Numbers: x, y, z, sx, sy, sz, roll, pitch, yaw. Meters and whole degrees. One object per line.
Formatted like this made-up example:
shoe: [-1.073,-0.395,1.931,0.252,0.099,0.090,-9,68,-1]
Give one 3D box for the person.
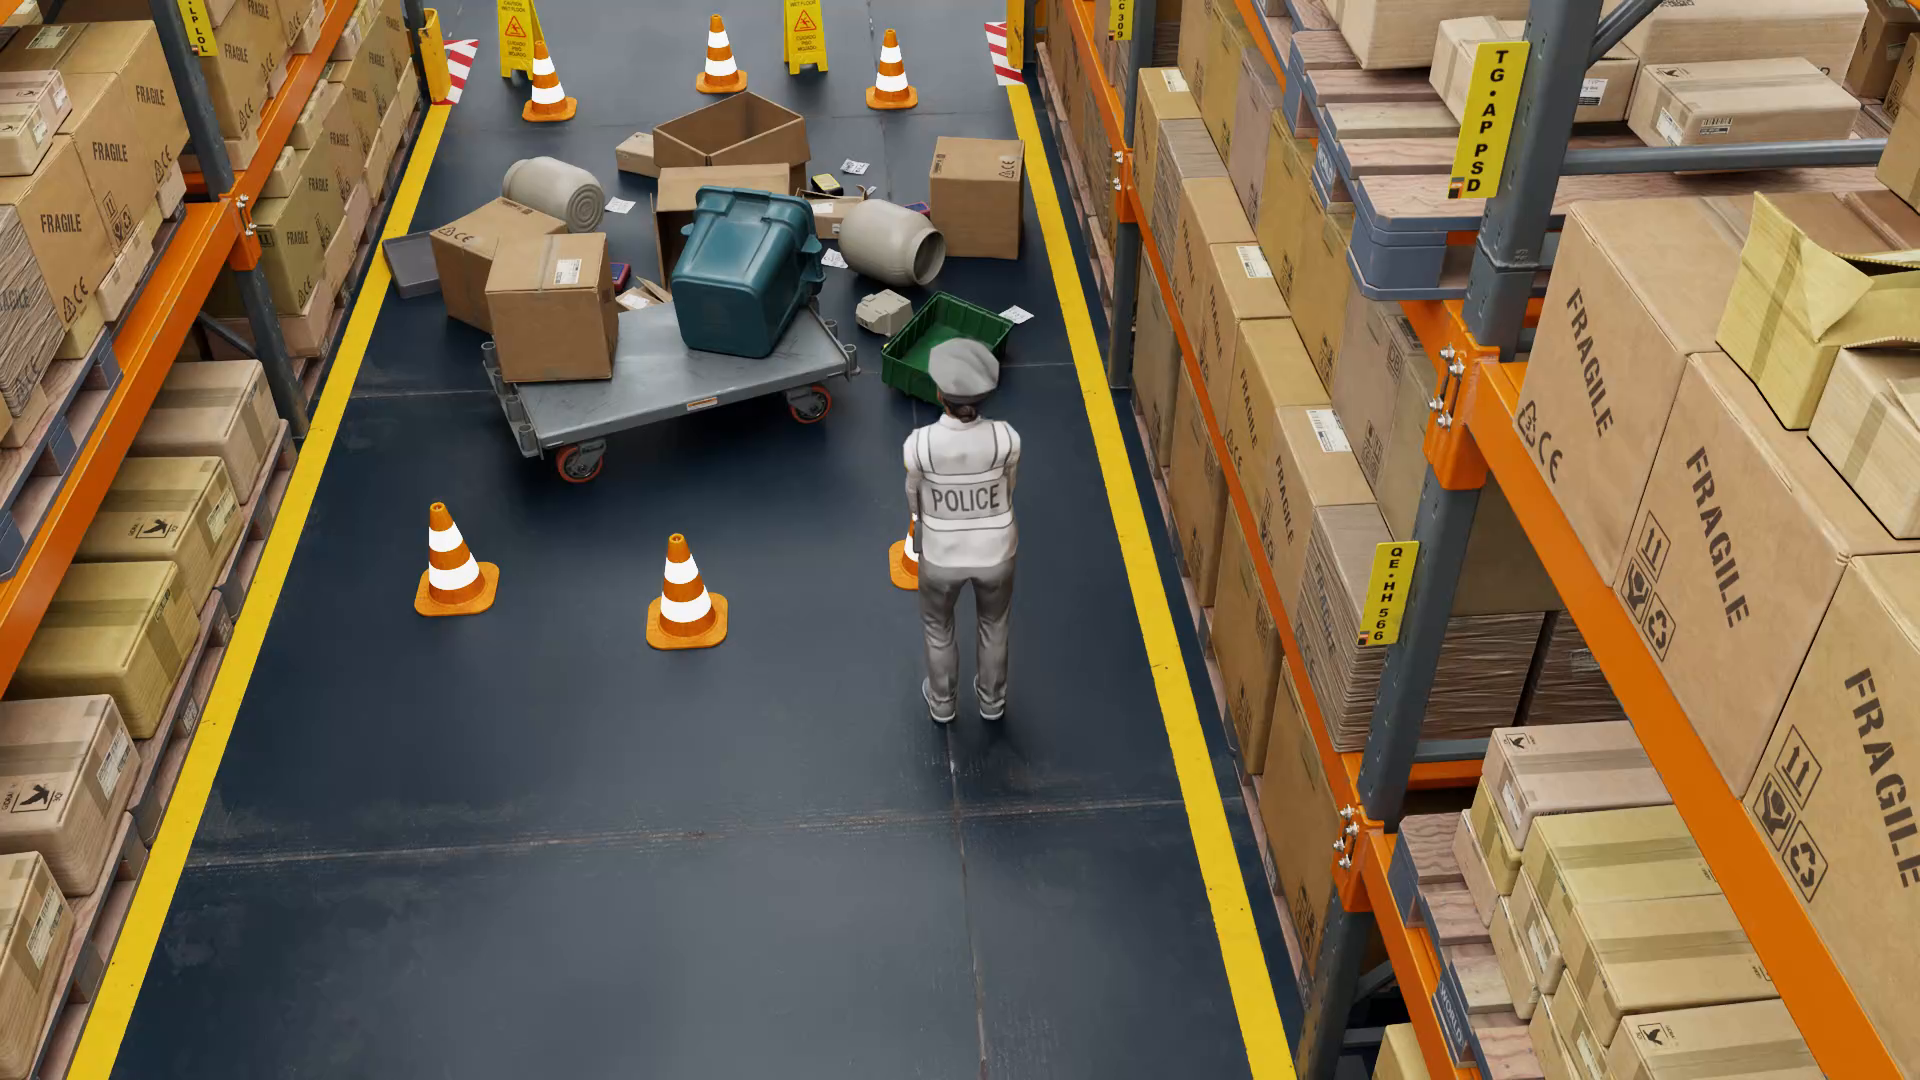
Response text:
person: [0.002,-0.010,6.163,0.415,1.677,0.533,-4,40,-5]
